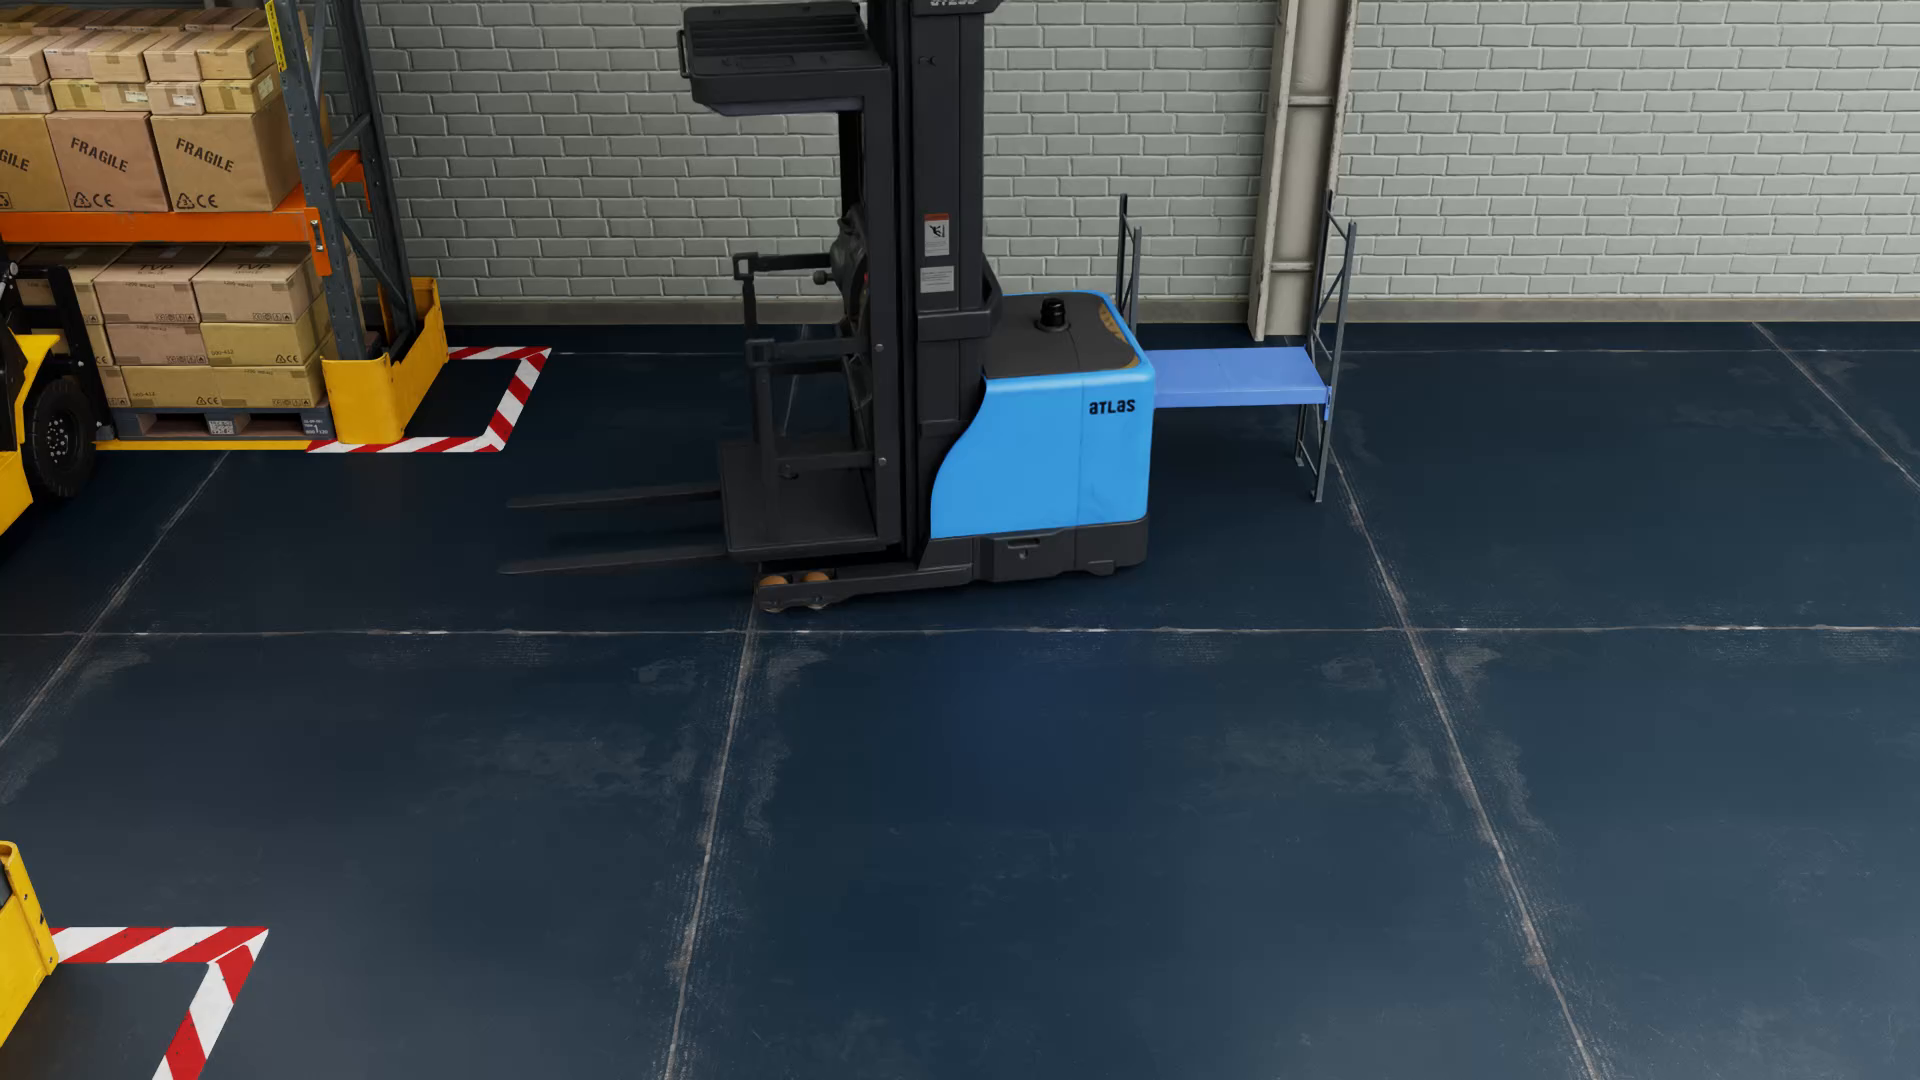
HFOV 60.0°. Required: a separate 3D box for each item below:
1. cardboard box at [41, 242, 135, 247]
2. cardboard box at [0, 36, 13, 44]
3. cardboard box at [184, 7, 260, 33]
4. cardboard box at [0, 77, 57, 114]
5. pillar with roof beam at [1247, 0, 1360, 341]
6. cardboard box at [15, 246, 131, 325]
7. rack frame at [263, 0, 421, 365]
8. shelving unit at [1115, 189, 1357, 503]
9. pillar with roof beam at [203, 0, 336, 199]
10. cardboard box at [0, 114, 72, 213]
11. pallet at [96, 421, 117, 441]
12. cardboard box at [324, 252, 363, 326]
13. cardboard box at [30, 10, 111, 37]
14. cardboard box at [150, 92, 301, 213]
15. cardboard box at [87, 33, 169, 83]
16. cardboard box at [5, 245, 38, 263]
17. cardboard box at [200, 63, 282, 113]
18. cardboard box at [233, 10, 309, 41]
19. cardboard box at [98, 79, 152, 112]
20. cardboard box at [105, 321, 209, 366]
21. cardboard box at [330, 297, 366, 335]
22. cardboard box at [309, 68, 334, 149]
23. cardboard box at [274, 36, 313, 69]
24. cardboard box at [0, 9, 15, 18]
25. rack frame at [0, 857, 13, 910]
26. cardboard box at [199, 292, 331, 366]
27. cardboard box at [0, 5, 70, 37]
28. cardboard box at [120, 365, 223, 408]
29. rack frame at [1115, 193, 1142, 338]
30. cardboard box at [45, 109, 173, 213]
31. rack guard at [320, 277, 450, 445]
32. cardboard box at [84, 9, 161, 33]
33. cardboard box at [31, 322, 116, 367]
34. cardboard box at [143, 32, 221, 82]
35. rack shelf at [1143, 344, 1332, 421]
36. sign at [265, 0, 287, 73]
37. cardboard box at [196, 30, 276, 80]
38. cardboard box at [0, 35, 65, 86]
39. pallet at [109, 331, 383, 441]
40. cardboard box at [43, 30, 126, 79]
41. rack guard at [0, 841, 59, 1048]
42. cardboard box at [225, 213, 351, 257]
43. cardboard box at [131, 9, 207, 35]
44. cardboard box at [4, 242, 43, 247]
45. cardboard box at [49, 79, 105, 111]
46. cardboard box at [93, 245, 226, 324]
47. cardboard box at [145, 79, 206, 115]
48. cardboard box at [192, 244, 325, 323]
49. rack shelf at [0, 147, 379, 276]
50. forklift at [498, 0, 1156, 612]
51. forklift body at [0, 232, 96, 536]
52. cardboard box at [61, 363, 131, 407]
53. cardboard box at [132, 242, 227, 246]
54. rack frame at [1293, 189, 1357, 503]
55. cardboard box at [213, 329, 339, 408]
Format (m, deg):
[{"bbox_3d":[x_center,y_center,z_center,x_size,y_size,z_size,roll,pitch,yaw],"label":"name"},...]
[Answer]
[{"bbox_3d":[-4.764,-1.638,9.341,0.500,0.250,0.500,0,31,-1],"label":"cardboard box"},{"bbox_3d":[-4.915,-2.391,8.290,0.250,0.149,0.380,0,31,1],"label":"cardboard box"},{"bbox_3d":[-3.886,-2.698,8.797,0.250,0.149,0.380,1,31,1],"label":"cardboard box"},{"bbox_3d":[-4.657,-2.278,8.391,0.250,0.149,0.380,-1,31,-2],"label":"cardboard box"},{"bbox_3d":[2.042,-2.926,4.397,0.400,9.000,9.100,0,31,0],"label":"pillar with roof beam"},{"bbox_3d":[-4.756,-1.367,8.893,0.500,0.250,0.500,0,31,0],"label":"cardboard box"},{"bbox_3d":[-3.282,-2.110,8.835,0.127,3.000,1.000,0,31,0],"label":"rack frame"},{"bbox_3d":[1.326,-0.949,8.368,1.048,1.500,0.538,-2,31,-3],"label":"shelving unit"},{"bbox_3d":[-3.958,-2.907,4.366,0.400,9.000,9.100,0,31,0],"label":"pillar with roof beam"},{"bbox_3d":[-4.804,-2.016,8.585,0.500,0.500,0.500,-1,31,-1],"label":"cardboard box"},{"bbox_3d":[-5.264,-0.891,9.515,1.213,0.211,1.003,0,31,0],"label":"pallet"},{"bbox_3d":[-3.754,-1.434,9.485,0.500,0.250,0.500,0,31,1],"label":"cardboard box"},{"bbox_3d":[-4.656,-2.668,8.748,0.250,0.149,0.380,1,31,1],"label":"cardboard box"},{"bbox_3d":[-3.773,-2.015,8.582,0.500,0.500,0.500,-1,31,-1],"label":"cardboard box"},{"bbox_3d":[-4.147,-2.415,8.330,0.250,0.149,0.380,0,31,1],"label":"cardboard box"},{"bbox_3d":[-5.263,-1.369,8.896,0.500,0.250,0.500,-1,31,-1],"label":"cardboard box"},{"bbox_3d":[-3.627,-2.283,8.400,0.250,0.149,0.380,0,31,0],"label":"cardboard box"},{"bbox_3d":[-3.619,-2.667,8.745,0.250,0.149,0.380,-1,31,-1],"label":"cardboard box"},{"bbox_3d":[-4.142,-2.298,8.424,0.250,0.149,0.380,0,31,1],"label":"cardboard box"},{"bbox_3d":[-4.269,-1.168,9.047,0.500,0.250,0.500,0,31,-1],"label":"cardboard box"},{"bbox_3d":[-3.774,-1.214,9.604,0.500,0.250,0.500,0,31,0],"label":"cardboard box"},{"bbox_3d":[-3.779,-2.295,9.044,0.500,0.500,0.500,1,31,1],"label":"cardboard box"},{"bbox_3d":[-3.623,-2.563,8.861,0.250,0.149,0.380,-1,31,-2],"label":"cardboard box"},{"bbox_3d":[-5.166,-2.677,8.761,0.250,0.149,0.380,0,31,0],"label":"cardboard box"},{"bbox_3d":[-3.248,0.465,4.592,0.127,3.000,1.000,0,31,0],"label":"rack frame"},{"bbox_3d":[-3.767,-1.164,9.040,0.500,0.250,0.500,-1,31,-1],"label":"cardboard box"},{"bbox_3d":[-4.919,-2.719,8.831,0.250,0.149,0.380,-1,31,-1],"label":"cardboard box"},{"bbox_3d":[-4.247,-0.952,9.173,0.500,0.250,0.500,0,31,0],"label":"cardboard box"},{"bbox_3d":[0.818,-0.934,8.343,0.032,1.500,0.500,-2,31,-3],"label":"rack frame"},{"bbox_3d":[-4.292,-2.018,8.588,0.500,0.500,0.500,1,31,1],"label":"cardboard box"},{"bbox_3d":[-3.258,-1.041,9.484,0.348,0.500,1.175,0,31,0],"label":"rack guard"},{"bbox_3d":[-4.393,-2.682,8.771,0.250,0.149,0.380,0,31,0],"label":"cardboard box"},{"bbox_3d":[-4.785,-1.155,9.026,0.500,0.250,0.500,-1,31,-1],"label":"cardboard box"},{"bbox_3d":[-3.886,-2.430,8.354,0.250,0.149,0.380,0,31,0],"label":"cardboard box"},{"bbox_3d":[1.326,-0.795,8.461,1.000,0.185,0.538,-2,31,-3],"label":"rack shelf"},{"bbox_3d":[-3.293,-2.425,8.010,0.005,0.325,0.100,0,31,0],"label":"sign"},{"bbox_3d":[-3.639,-2.447,8.382,0.250,0.149,0.380,0,31,0],"label":"cardboard box"},{"bbox_3d":[-4.656,-2.394,8.296,0.250,0.149,0.380,1,31,1],"label":"cardboard box"},{"bbox_3d":[-4.047,-0.893,9.519,1.213,0.211,1.003,0,31,0],"label":"pallet"},{"bbox_3d":[-4.396,-2.453,8.392,0.250,0.149,0.380,0,31,0],"label":"cardboard box"},{"bbox_3d":[-3.324,1.534,5.240,0.348,0.500,1.175,0,31,0],"label":"rack guard"},{"bbox_3d":[-3.764,-1.638,9.340,0.500,0.250,0.500,-1,31,-1],"label":"cardboard box"},{"bbox_3d":[-4.145,-2.675,8.759,0.250,0.149,0.380,0,31,1],"label":"cardboard box"},{"bbox_3d":[-5.276,-1.640,9.344,0.500,0.250,0.500,-1,31,-1],"label":"cardboard box"},{"bbox_3d":[-4.390,-2.303,8.433,0.250,0.149,0.380,0,31,-1],"label":"cardboard box"},{"bbox_3d":[-4.251,-1.373,8.904,0.500,0.250,0.500,0,31,1],"label":"cardboard box"},{"bbox_3d":[-3.883,-2.267,8.373,0.250,0.149,0.380,0,31,0],"label":"cardboard box"},{"bbox_3d":[-3.741,-1.378,8.911,0.500,0.250,0.500,1,31,1],"label":"cardboard box"},{"bbox_3d":[-5.282,-1.796,9.012,4.000,0.370,1.077,0,31,0],"label":"rack shelf"},{"bbox_3d":[-0.667,-1.214,7.425,3.031,2.935,1.130,-5,32,-8],"label":"forklift"},{"bbox_3d":[-5.167,-0.795,7.486,1.214,2.155,2.313,0,31,0],"label":"forklift body"},{"bbox_3d":[-4.748,-0.955,9.178,0.500,0.250,0.500,0,31,0],"label":"cardboard box"},{"bbox_3d":[-4.264,-1.634,9.334,0.500,0.250,0.500,0,31,0],"label":"cardboard box"},{"bbox_3d":[1.833,-0.964,8.393,0.032,1.500,0.500,-2,31,-3],"label":"rack frame"},{"bbox_3d":[-3.750,-0.948,9.167,0.500,0.250,0.500,0,31,0],"label":"cardboard box"}]
